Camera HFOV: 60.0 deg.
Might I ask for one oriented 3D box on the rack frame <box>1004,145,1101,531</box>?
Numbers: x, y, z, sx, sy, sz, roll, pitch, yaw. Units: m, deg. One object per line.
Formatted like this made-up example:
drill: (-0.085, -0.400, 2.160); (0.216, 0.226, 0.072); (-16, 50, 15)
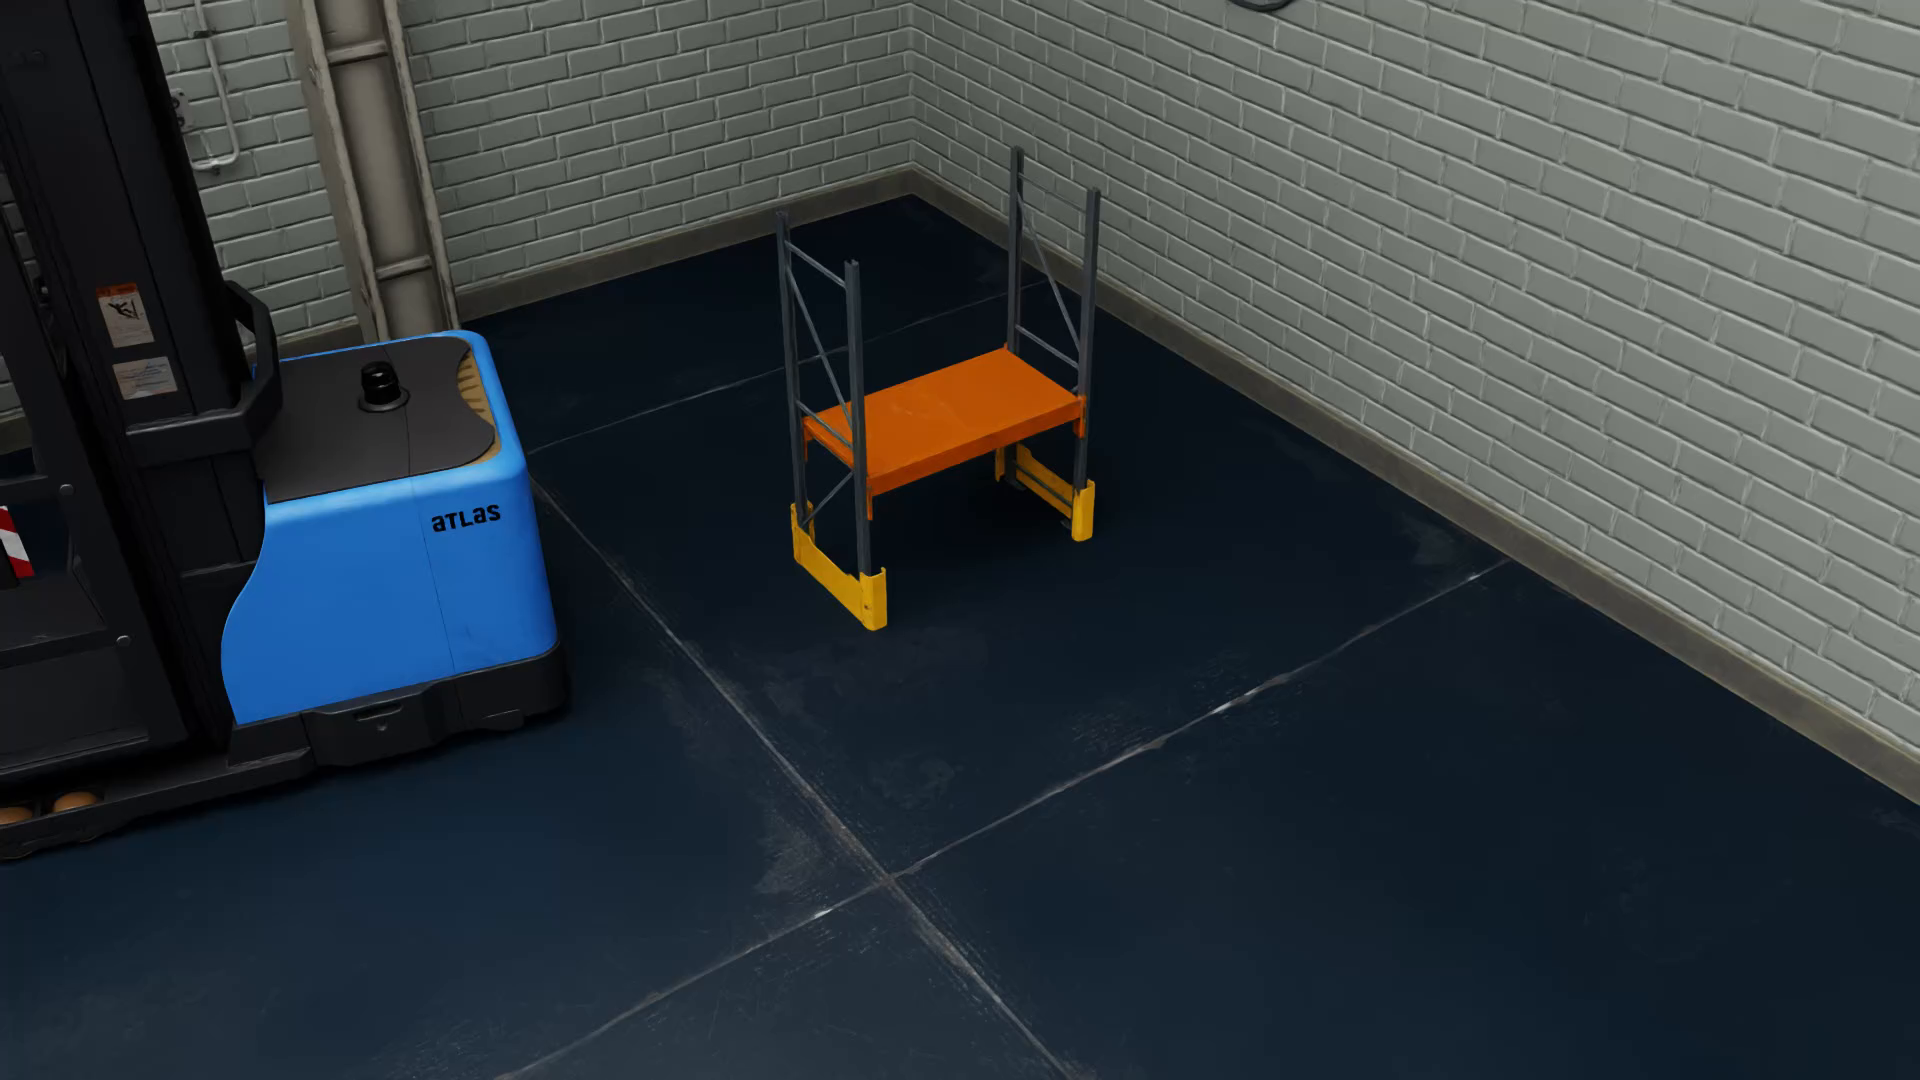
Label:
rack frame: (0.346, -0.751, 6.510); (0.032, 1.500, 0.500); (-22, 41, -28)

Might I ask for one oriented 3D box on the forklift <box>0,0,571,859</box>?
forklift: (-2.946, -0.519, 4.962); (3.031, 2.935, 1.130); (-13, 38, -17)

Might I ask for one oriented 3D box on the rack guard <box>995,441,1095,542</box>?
rack guard: (0.345, -0.243, 6.874); (0.087, 0.250, 0.587); (-22, 41, -28)

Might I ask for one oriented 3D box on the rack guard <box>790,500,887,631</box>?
rack guard: (-0.469, 0.092, 6.408); (0.087, 0.250, 0.587); (-22, 41, -28)

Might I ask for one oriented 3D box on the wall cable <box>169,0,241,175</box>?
wall cable: (-3.840, -2.117, 6.255); (1.851, 1.984, 0.084); (-22, 41, -28)

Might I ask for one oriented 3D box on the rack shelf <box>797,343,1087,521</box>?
rack shelf: (-0.070, -0.434, 6.377); (1.000, 0.185, 0.538); (-22, 41, -28)

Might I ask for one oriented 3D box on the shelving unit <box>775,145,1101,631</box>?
shelving unit: (-0.062, -0.583, 6.276); (1.083, 1.500, 0.587); (-22, 41, -28)

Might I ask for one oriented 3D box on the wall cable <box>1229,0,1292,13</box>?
wall cable: (0.487, -3.730, 6.888); (0.112, 2.526, 3.097); (-22, 41, -28)

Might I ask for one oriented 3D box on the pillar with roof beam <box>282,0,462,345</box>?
pillar with roof beam: (-0.153, -2.525, 2.553); (0.400, 9.000, 9.100); (-22, 41, -28)

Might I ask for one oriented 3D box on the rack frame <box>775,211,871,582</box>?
rack frame: (-0.485, -0.409, 6.034); (0.032, 1.500, 0.500); (-22, 41, -28)
